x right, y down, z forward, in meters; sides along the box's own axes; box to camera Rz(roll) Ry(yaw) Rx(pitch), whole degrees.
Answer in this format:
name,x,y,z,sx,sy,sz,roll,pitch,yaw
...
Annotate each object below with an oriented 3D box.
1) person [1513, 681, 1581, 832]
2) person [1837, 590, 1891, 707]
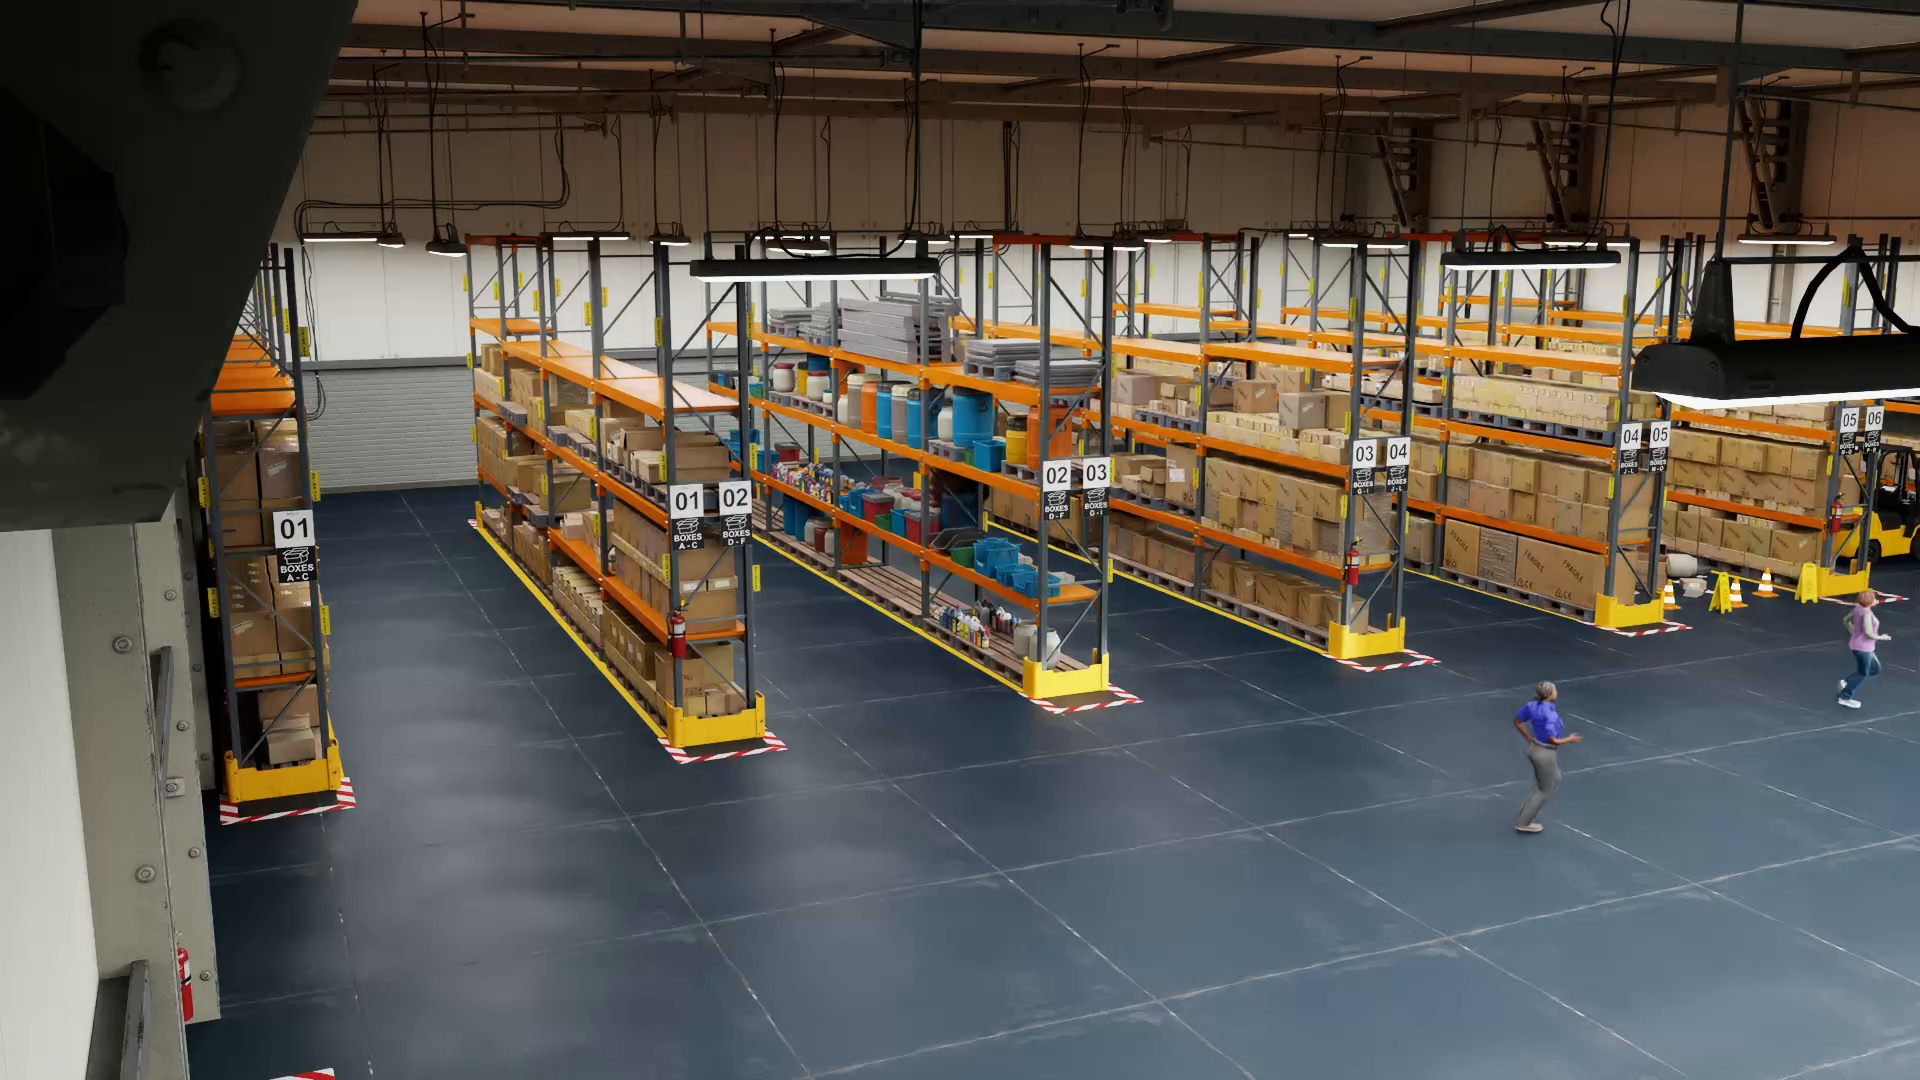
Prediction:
name,x,y,z,sx,sy,sz,roll,pitch,yaw
person,6.106,2.239,17.289,0.611,1.622,0.554,-1,11,-7
person,11.822,1.417,21.706,0.553,1.563,0.524,3,11,16
